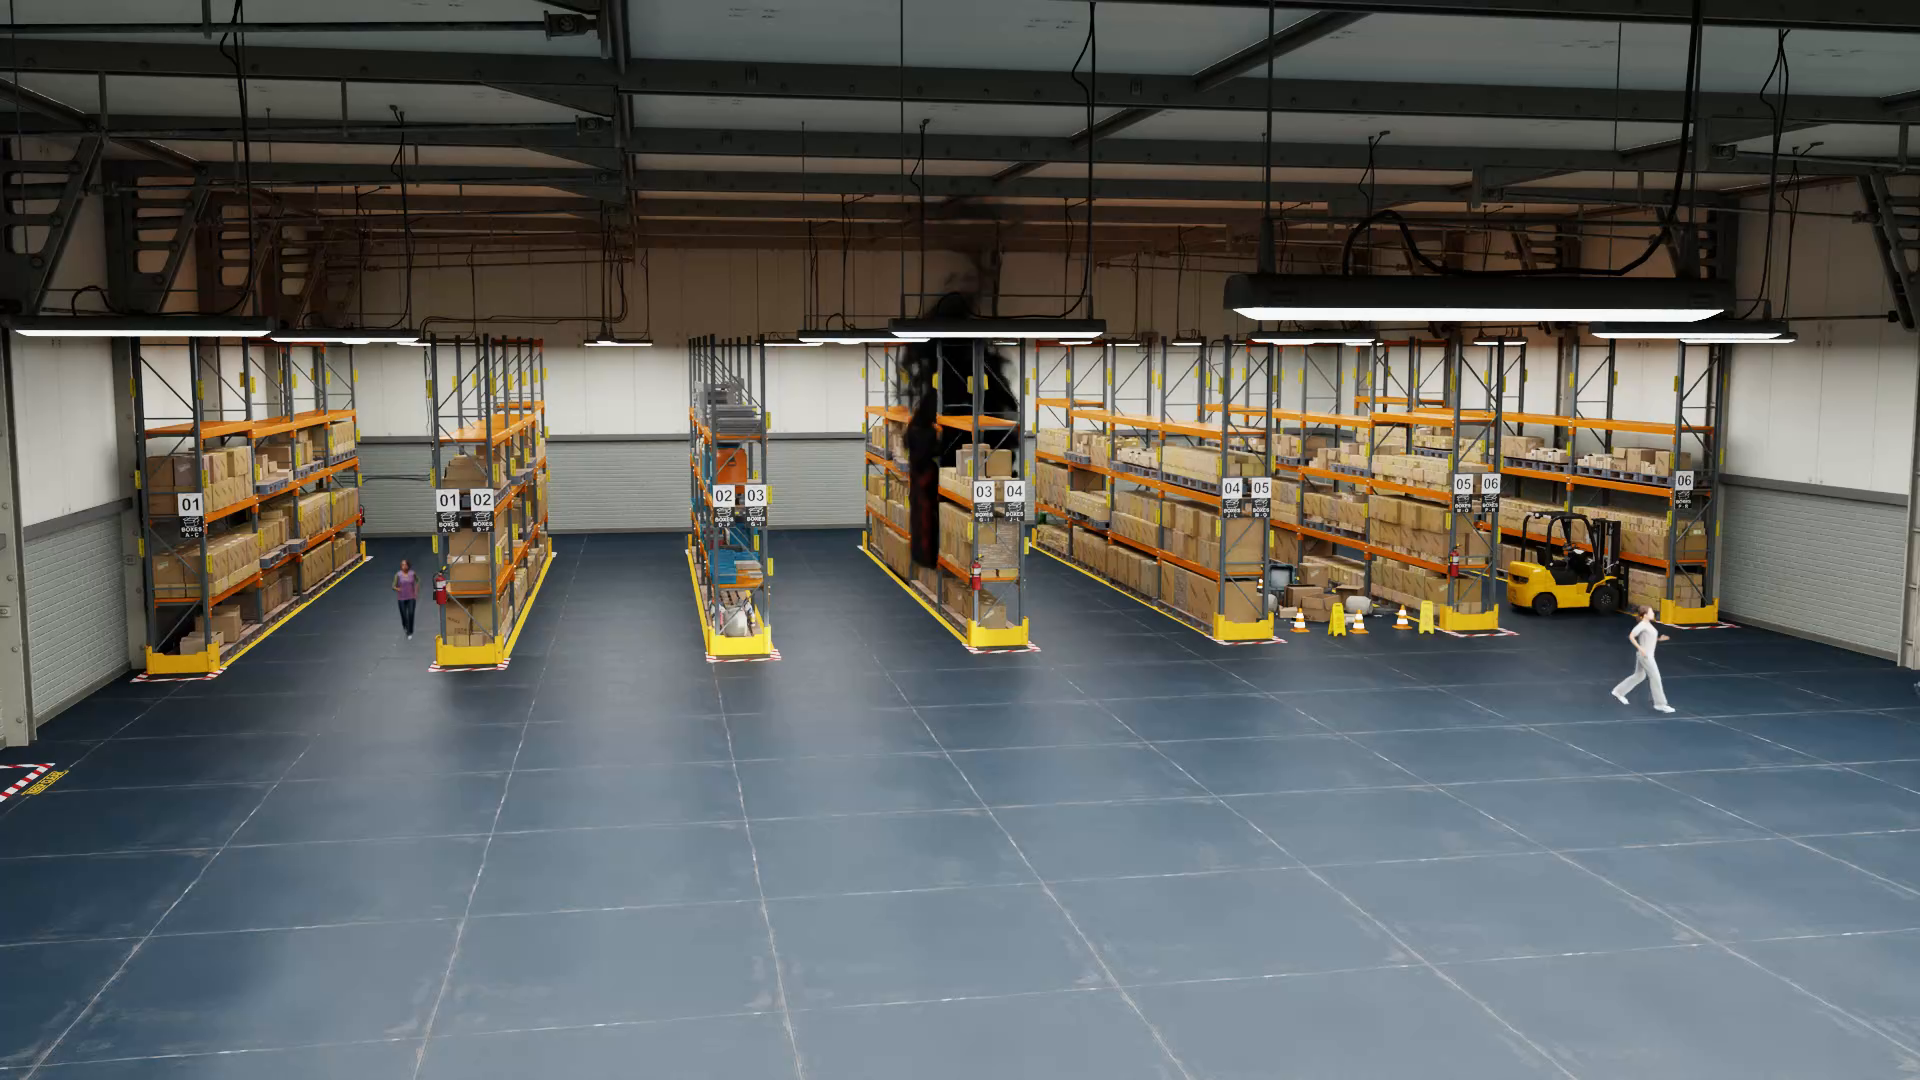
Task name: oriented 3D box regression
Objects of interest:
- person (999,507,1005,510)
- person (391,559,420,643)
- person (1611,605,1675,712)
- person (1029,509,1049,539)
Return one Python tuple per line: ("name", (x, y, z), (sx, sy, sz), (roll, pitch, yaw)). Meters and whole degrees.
("person", (1.276, -0.411, 46.441), (0.727, 1.724, 0.922), (0, 7, 2))
("person", (-10.888, 1.173, 32.702), (0.540, 1.597, 0.879), (-2, 7, -18))
("person", (10.849, 1.854, 26.345), (0.960, 1.665, 0.560), (3, 7, 26))
("person", (2.422, -0.877, 50.009), (0.817, 1.717, 0.942), (0, 7, 3))
